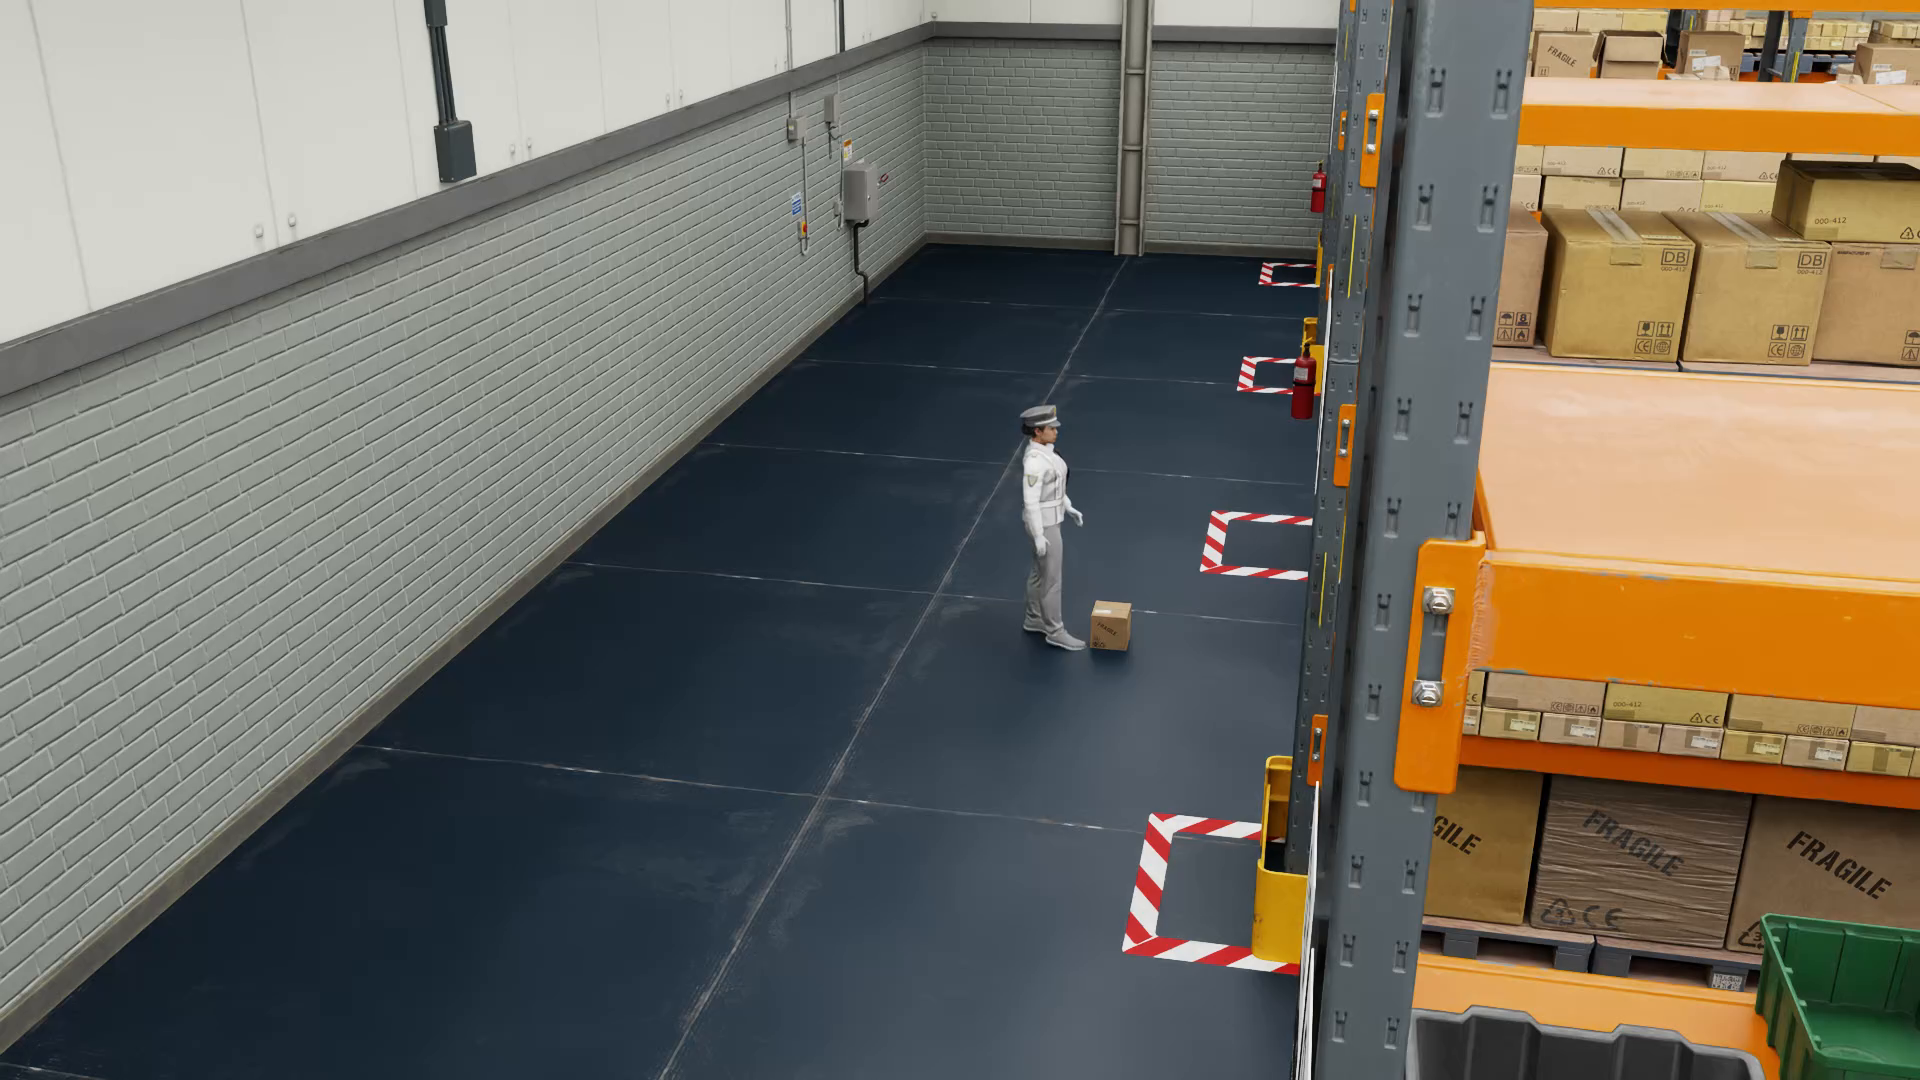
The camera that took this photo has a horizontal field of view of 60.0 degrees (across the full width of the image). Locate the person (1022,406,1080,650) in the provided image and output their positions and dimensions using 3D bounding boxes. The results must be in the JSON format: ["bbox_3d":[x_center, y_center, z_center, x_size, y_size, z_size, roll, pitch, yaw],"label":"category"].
[{"bbox_3d":[0.622,-0.101,11.319,0.430,1.695,0.513,5,22,11],"label":"person"}]
